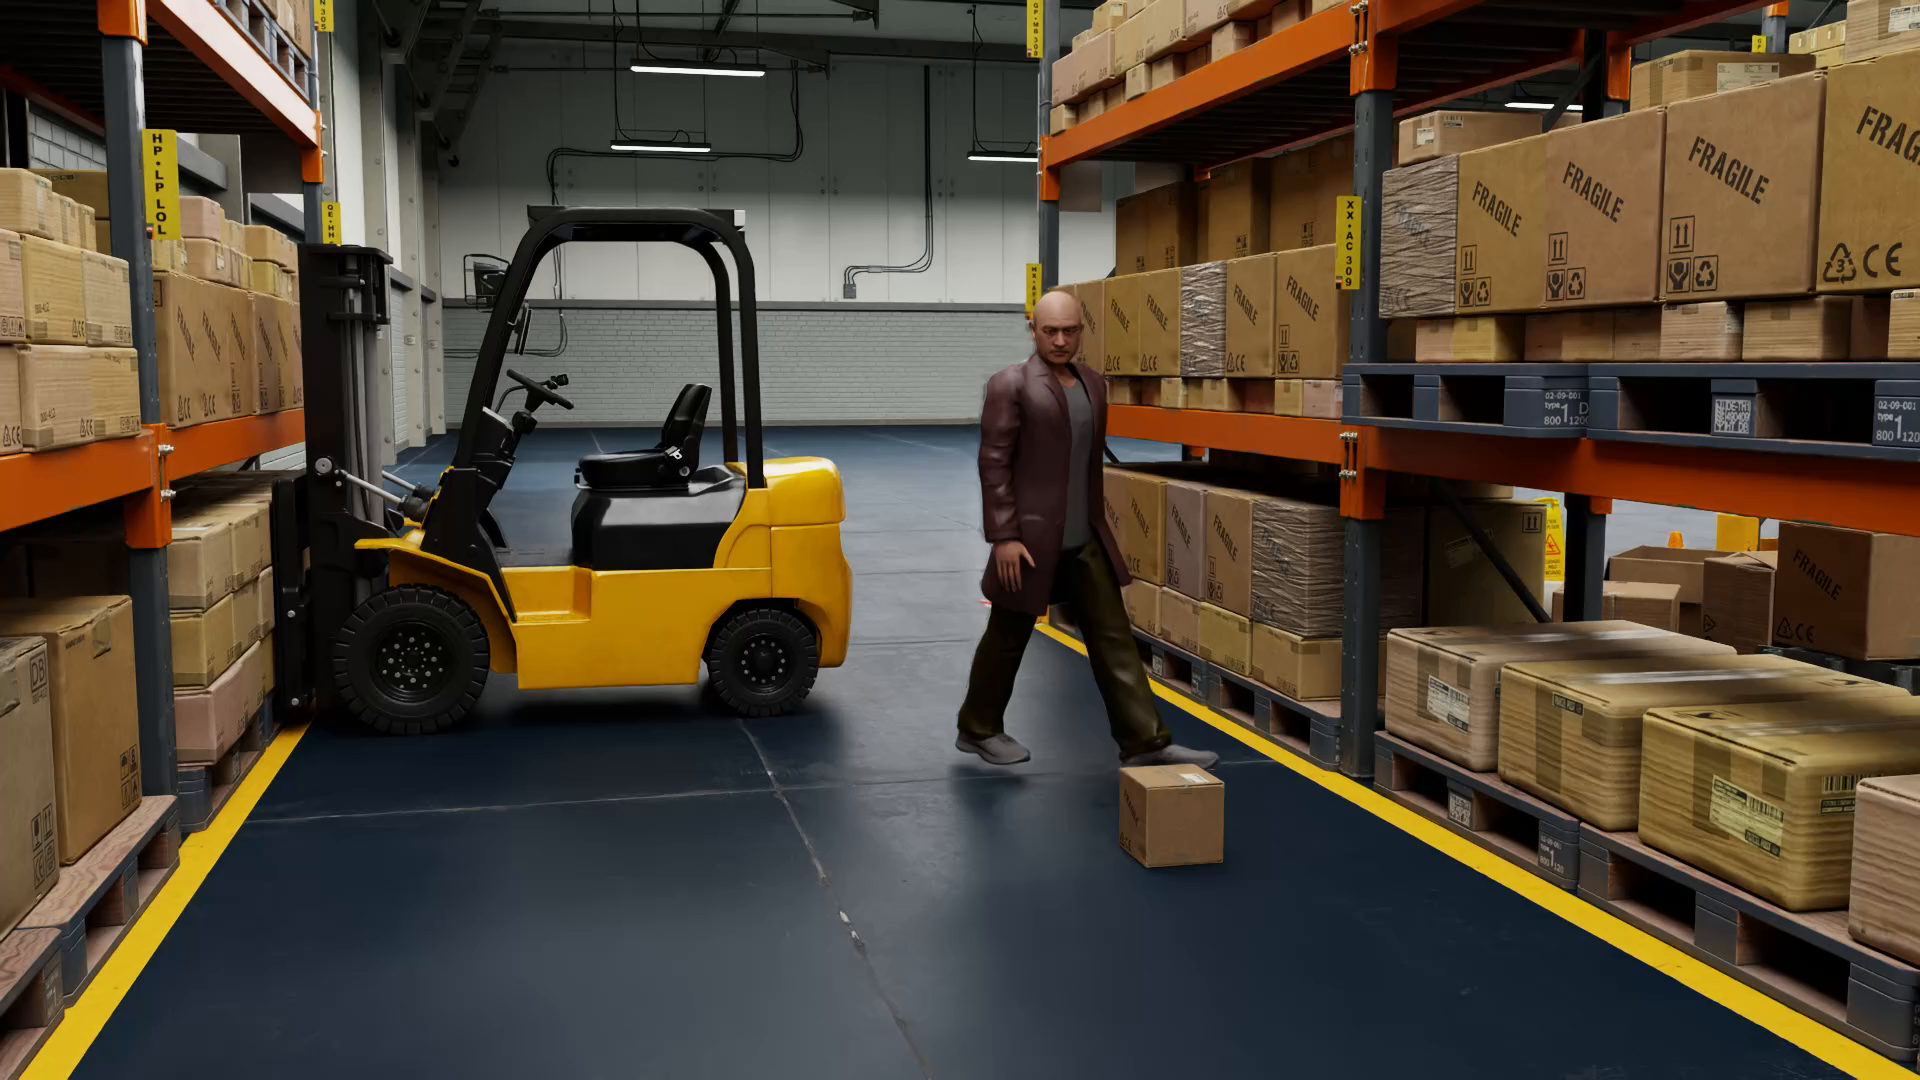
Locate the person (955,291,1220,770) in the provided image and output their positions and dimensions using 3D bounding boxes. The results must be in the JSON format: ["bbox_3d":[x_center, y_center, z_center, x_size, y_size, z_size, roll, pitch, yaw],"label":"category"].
[{"bbox_3d":[0.375,-0.017,5.958,0.650,1.732,0.986,-4,7,-37],"label":"person"}]
